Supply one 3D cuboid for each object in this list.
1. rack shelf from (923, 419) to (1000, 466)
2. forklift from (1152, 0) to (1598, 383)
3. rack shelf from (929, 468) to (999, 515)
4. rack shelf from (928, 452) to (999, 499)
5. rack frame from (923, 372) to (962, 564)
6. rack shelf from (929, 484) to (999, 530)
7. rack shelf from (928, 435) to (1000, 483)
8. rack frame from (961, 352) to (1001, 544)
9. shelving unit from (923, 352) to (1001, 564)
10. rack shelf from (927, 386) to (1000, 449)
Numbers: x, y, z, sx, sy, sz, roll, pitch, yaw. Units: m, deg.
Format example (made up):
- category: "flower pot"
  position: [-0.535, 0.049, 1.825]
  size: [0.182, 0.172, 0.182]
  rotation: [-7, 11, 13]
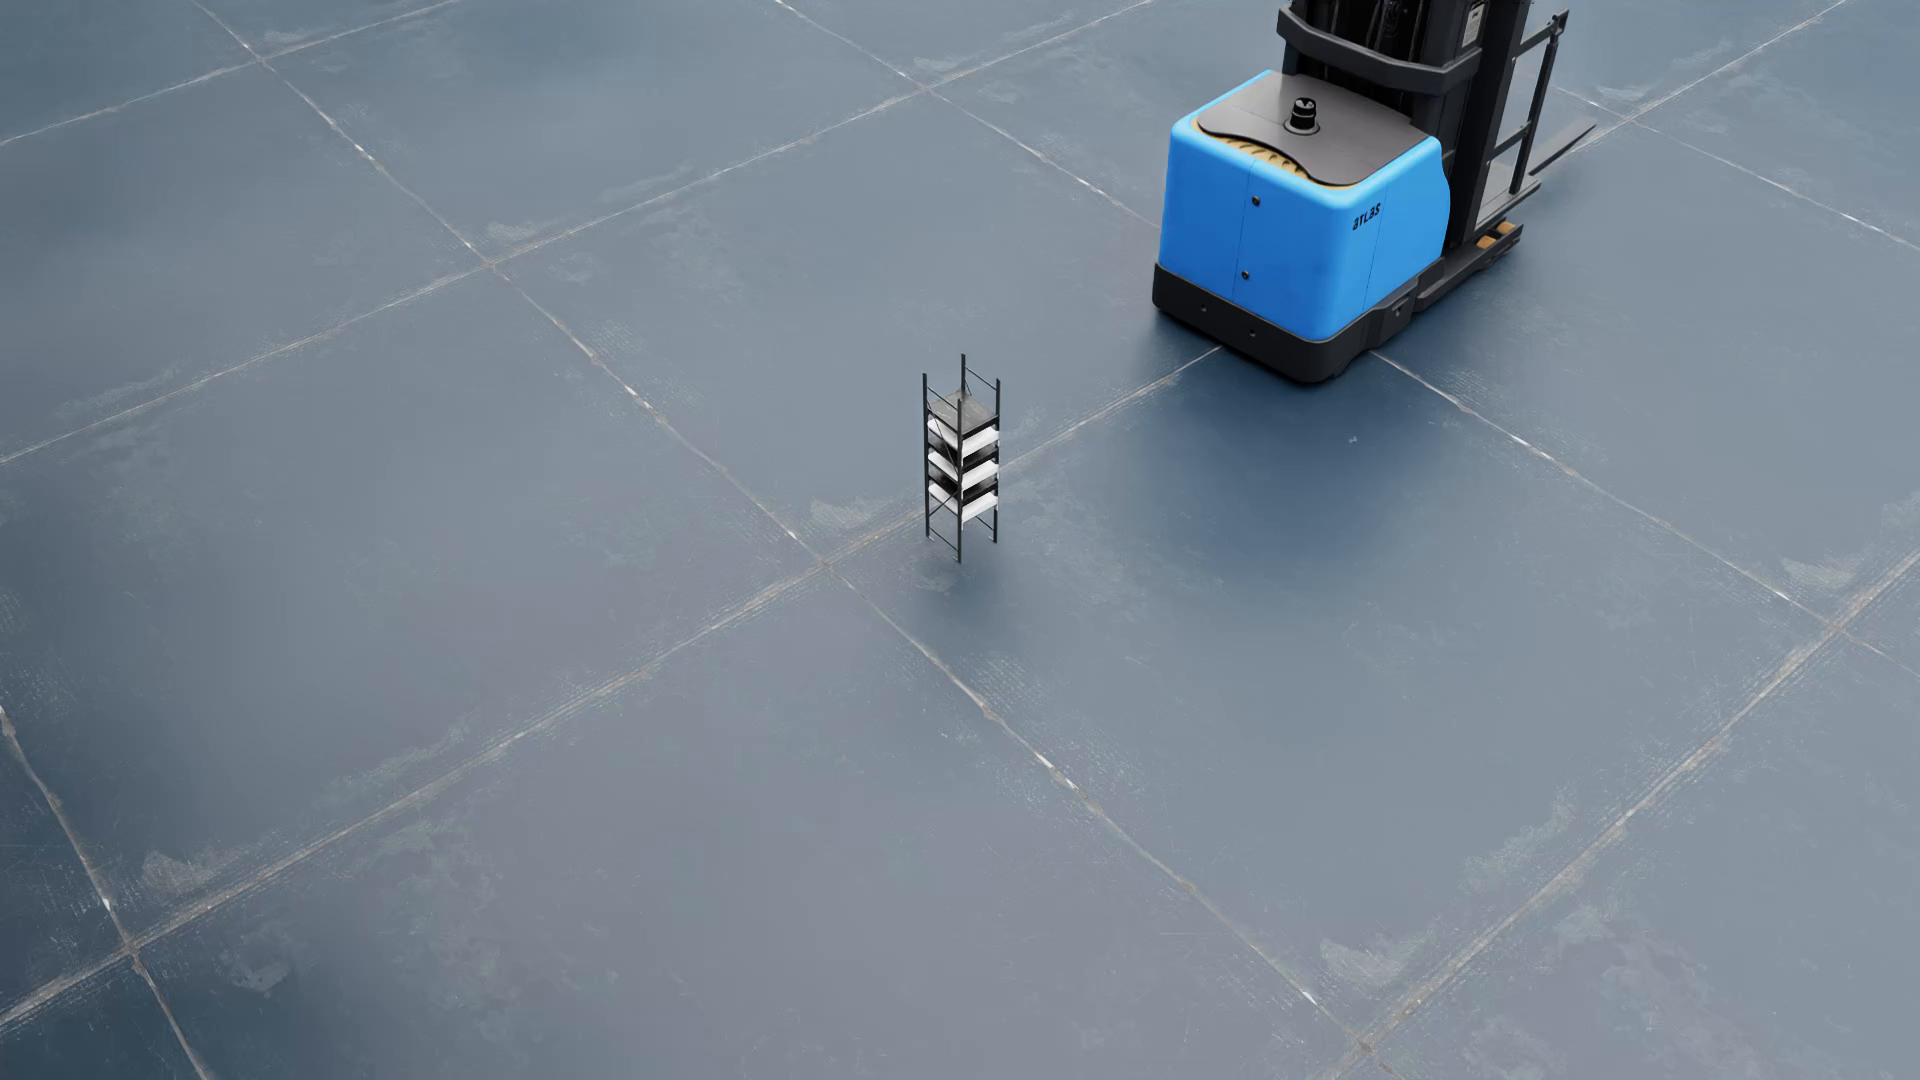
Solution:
- category: "rack shelf"
  position: [0.006, -0.438, 6.899]
  size: [0.200, 0.077, 0.258]
  rotation: [-30, 51, -28]
- category: "forklift"
  position: [2.368, -2.736, 8.076]
  size: [1.130, 2.935, 3.031]
  rotation: [34, 53, 31]
- category: "rack shelf"
  position: [0.006, -0.242, 7.084]
  size: [0.200, 0.077, 0.258]
  rotation: [-30, 51, -28]
- category: "rack shelf"
  position: [0.006, -0.307, 7.022]
  size: [0.200, 0.077, 0.258]
  rotation: [-30, 51, -28]
- category: "rack frame"
  position: [-0.072, -0.287, 6.952]
  size: [0.006, 0.900, 0.240]
  rotation: [-30, 51, -28]
- category: "rack shelf"
  position: [0.006, -0.176, 7.145]
  size: [0.200, 0.077, 0.258]
  rotation: [-30, 51, -28]
- category: "rack shelf"
  position: [0.006, -0.373, 6.961]
  size: [0.200, 0.077, 0.258]
  rotation: [-30, 51, -28]
- category: "rack frame"
  position: [0.084, -0.376, 7.047]
  size: [0.006, 0.900, 0.240]
  rotation: [-30, 51, -28]
- category: "shelving unit"
  position: [0.006, -0.332, 6.999]
  size: [0.210, 0.900, 0.258]
  rotation: [-30, 51, -28]
- category: "rack shelf"
  position: [0.006, -0.504, 6.837]
  size: [0.200, 0.077, 0.258]
  rotation: [-30, 51, -28]
